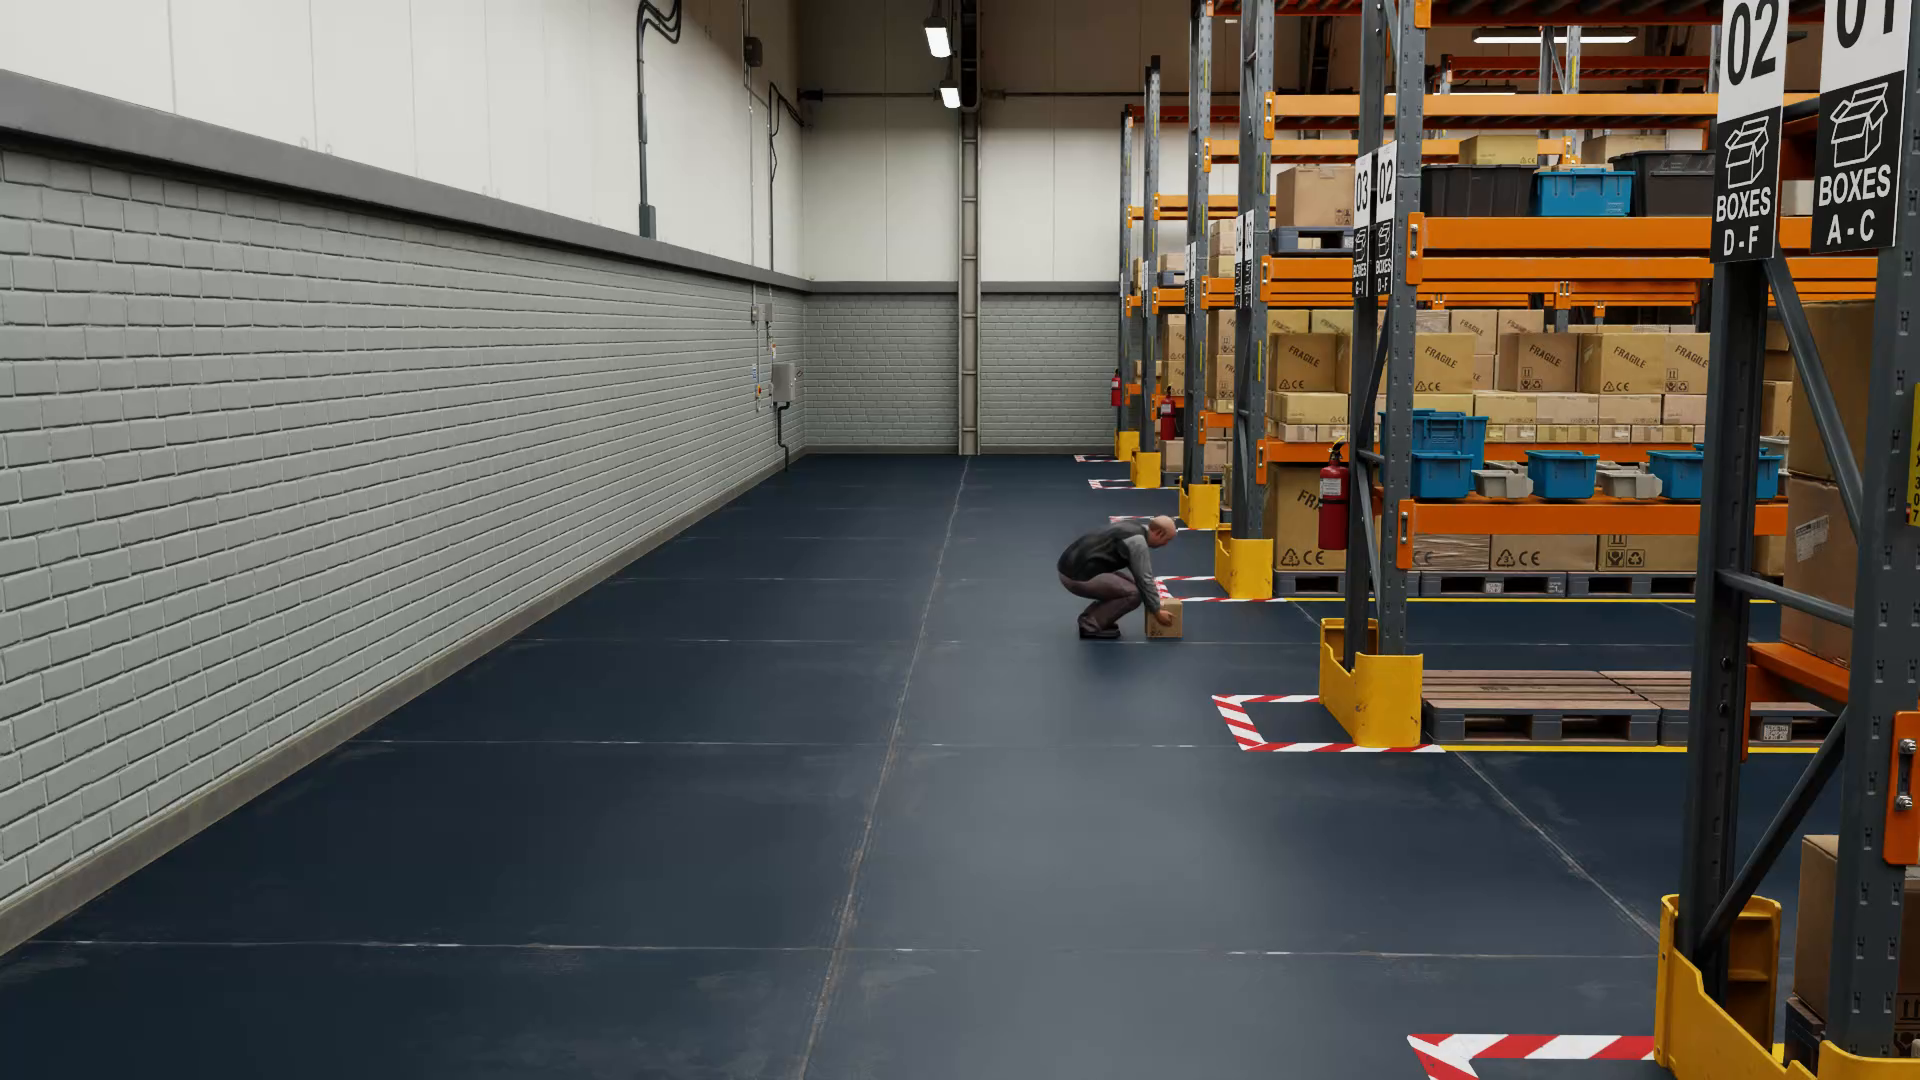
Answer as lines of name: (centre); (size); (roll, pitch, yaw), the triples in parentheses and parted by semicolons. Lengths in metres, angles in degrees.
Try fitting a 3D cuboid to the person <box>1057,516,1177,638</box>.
person: (1.147, 0.262, 12.204); (0.871, 0.876, 0.534); (0, 7, 1)
